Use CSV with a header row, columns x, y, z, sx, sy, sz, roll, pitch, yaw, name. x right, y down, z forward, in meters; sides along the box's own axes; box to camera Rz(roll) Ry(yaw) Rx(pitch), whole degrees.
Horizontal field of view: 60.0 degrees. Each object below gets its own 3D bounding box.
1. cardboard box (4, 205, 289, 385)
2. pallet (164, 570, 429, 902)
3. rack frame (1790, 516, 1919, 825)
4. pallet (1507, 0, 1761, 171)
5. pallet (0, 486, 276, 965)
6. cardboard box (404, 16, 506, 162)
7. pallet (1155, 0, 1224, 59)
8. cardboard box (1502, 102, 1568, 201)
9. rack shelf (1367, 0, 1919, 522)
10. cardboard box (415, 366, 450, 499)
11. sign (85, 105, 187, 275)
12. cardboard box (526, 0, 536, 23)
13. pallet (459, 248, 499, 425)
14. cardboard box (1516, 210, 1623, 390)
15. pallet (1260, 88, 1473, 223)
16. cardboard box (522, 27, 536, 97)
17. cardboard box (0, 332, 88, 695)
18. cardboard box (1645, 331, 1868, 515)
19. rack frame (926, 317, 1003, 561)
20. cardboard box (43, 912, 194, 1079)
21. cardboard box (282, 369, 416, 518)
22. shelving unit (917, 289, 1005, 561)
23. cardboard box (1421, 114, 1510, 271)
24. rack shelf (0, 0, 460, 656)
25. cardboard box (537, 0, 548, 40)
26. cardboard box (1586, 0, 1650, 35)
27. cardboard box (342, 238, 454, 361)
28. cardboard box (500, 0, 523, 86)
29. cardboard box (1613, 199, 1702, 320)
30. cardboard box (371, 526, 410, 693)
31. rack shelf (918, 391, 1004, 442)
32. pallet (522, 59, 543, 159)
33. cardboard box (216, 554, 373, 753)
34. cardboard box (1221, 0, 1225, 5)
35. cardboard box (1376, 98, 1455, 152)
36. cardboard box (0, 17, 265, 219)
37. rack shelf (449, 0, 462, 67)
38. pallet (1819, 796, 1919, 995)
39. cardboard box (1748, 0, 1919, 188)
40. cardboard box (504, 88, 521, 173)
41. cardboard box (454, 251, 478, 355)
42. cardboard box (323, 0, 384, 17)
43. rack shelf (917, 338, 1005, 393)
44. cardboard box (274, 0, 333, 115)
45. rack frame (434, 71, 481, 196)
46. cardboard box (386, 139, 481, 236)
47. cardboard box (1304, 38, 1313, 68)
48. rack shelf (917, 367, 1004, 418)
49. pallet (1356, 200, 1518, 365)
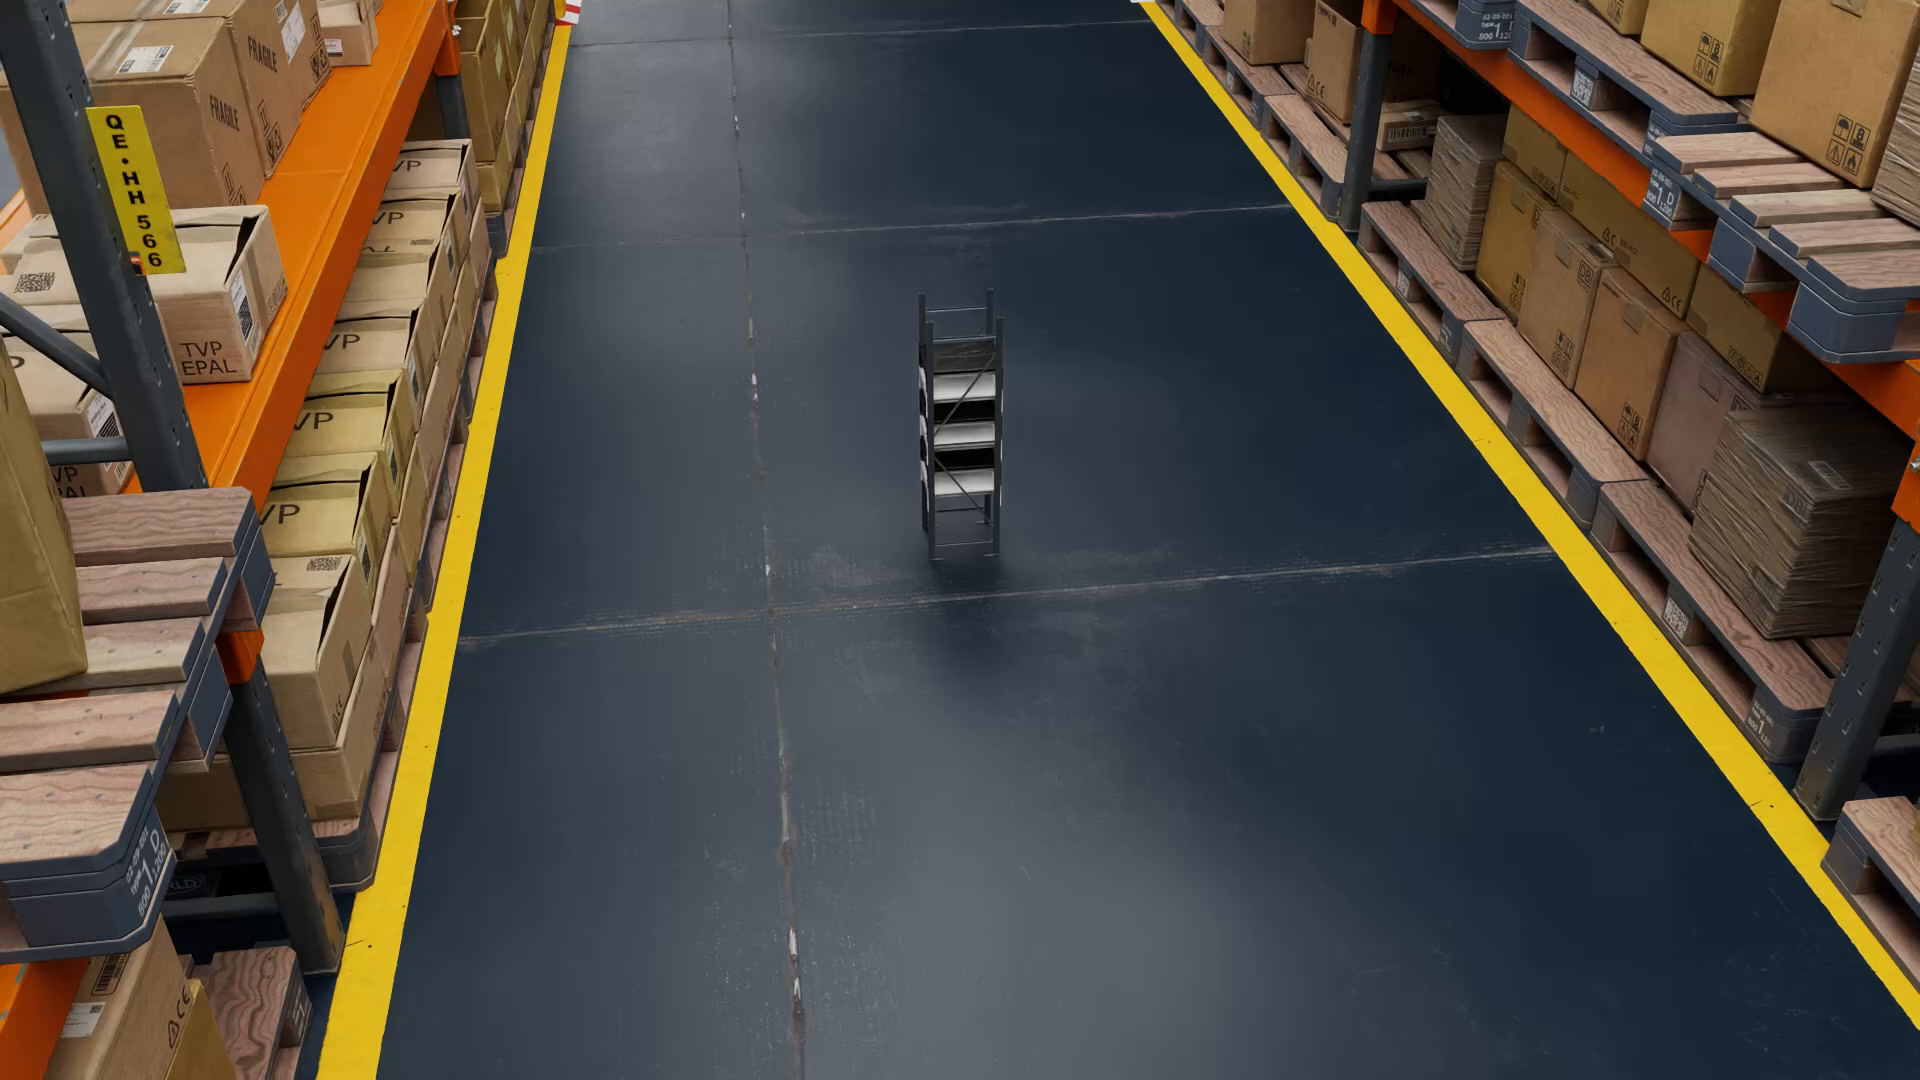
x,y,z,sx,sy,sz,roll,pitch,yaw,name
-1.986,-0.625,4.083,0.500,0.311,0.500,-5,35,-7,cardboard box
-2.129,0.541,4.768,1.003,0.211,1.213,-4,35,-6,pallet
2.851,-0.526,3.858,1.000,3.000,0.127,-4,35,-6,rack frame
2.544,-1.548,5.528,1.003,0.211,1.213,-4,35,-6,pallet
-1.897,0.304,2.811,1.213,0.211,1.003,-4,35,-6,pallet
-2.348,-2.010,7.439,0.500,0.500,0.500,-4,35,-6,cardboard box
1.859,-3.339,10.463,1.003,0.211,1.213,-4,35,-6,pallet
2.491,-1.562,6.541,0.500,0.250,0.500,-5,35,-7,cardboard box
2.582,-1.345,5.698,1.077,0.370,4.000,-4,35,-6,rack shelf
-2.050,-0.357,5.678,0.500,0.250,0.500,-4,34,-5,cardboard box
-1.521,-0.641,3.069,0.100,0.325,0.005,-4,35,-6,sign
-2.617,-3.126,9.077,0.500,0.500,0.500,-4,35,-6,cardboard box
-2.458,-0.820,6.766,1.003,0.211,1.213,-4,35,-6,pallet
2.576,-0.925,6.273,0.700,0.500,0.500,-4,34,-6,cardboard box
2.187,-1.978,8.465,1.003,0.211,1.213,-4,35,-6,pallet
-2.555,-2.537,8.878,0.500,0.250,0.500,-4,35,-6,cardboard box
-1.861,-0.020,2.655,0.700,0.500,0.500,-16,37,-22,cardboard box
2.748,-0.369,5.456,0.700,0.500,0.500,-4,35,-6,cardboard box
0.015,-0.311,5.407,0.240,0.900,0.006,-4,35,-6,rack frame
-1.687,0.928,2.888,0.500,0.250,0.500,-3,34,-5,cardboard box
-1.982,-0.309,5.111,0.500,0.311,0.500,-5,35,-8,cardboard box
0.001,-0.367,5.490,0.258,0.900,0.210,-4,35,-6,shelving unit
2.428,-1.497,7.113,0.700,0.500,0.500,-3,34,-5,cardboard box
-2.326,-0.967,5.145,1.077,0.370,4.000,-4,35,-6,rack shelf
-2.689,-3.095,9.697,0.500,0.250,0.500,-4,35,-6,cardboard box
2.535,-2.017,5.567,0.700,0.500,0.500,0,34,0,cardboard box
-2.116,-0.877,5.944,0.500,0.311,0.500,-4,35,-7,cardboard box
-2.482,-2.568,8.258,0.500,0.500,0.500,-4,35,-6,cardboard box
2.614,-0.992,5.705,0.500,0.250,0.500,-5,35,-7,cardboard box
-1.905,0.219,4.833,0.500,0.250,0.500,-5,35,-8,cardboard box
0.001,-0.414,5.458,0.258,0.077,0.200,-4,35,-6,rack shelf
-2.828,-2.358,9.022,1.003,0.211,1.213,-4,35,-6,pallet
-1.837,0.268,4.264,0.500,0.311,0.500,-3,34,-5,cardboard box
1.855,-3.350,9.999,0.500,0.311,0.500,-2,34,-2,cardboard box
2.211,-2.065,8.242,0.380,0.166,0.250,-9,35,-13,cardboard box
-2.299,-1.125,4.648,0.500,0.500,0.500,-6,35,-9,cardboard box
-2.864,-3.199,8.420,1.077,0.370,4.000,-4,35,-6,rack shelf
2.882,1.072,3.989,1.003,0.211,1.213,-4,35,-6,pallet
2.676,-1.320,4.544,0.700,0.500,0.500,-8,35,-11,cardboard box
-2.420,-1.979,8.059,0.500,0.250,0.500,-4,35,-6,cardboard box
-2.186,-0.926,6.514,0.500,0.250,0.500,-5,35,-7,cardboard box
-2.486,-2.047,6.224,0.500,0.250,0.500,-2,34,-3,cardboard box
0.001,-0.563,5.357,0.258,0.077,0.200,-4,35,-6,rack shelf
-2.437,-1.698,5.490,0.500,0.500,0.500,-2,34,-3,cardboard box
-2.595,-2.381,6.580,1.000,3.000,0.127,-4,35,-6,rack frame
-2.257,-1.445,6.778,0.500,0.311,0.500,-4,35,-6,cardboard box
2.118,-2.656,9.124,0.380,0.149,0.250,-7,35,-10,cardboard box
0.001,-0.489,5.407,0.258,0.077,0.200,-4,35,-6,rack shelf
2.419,-1.171,7.281,1.003,0.211,1.213,-4,35,-6,pallet
